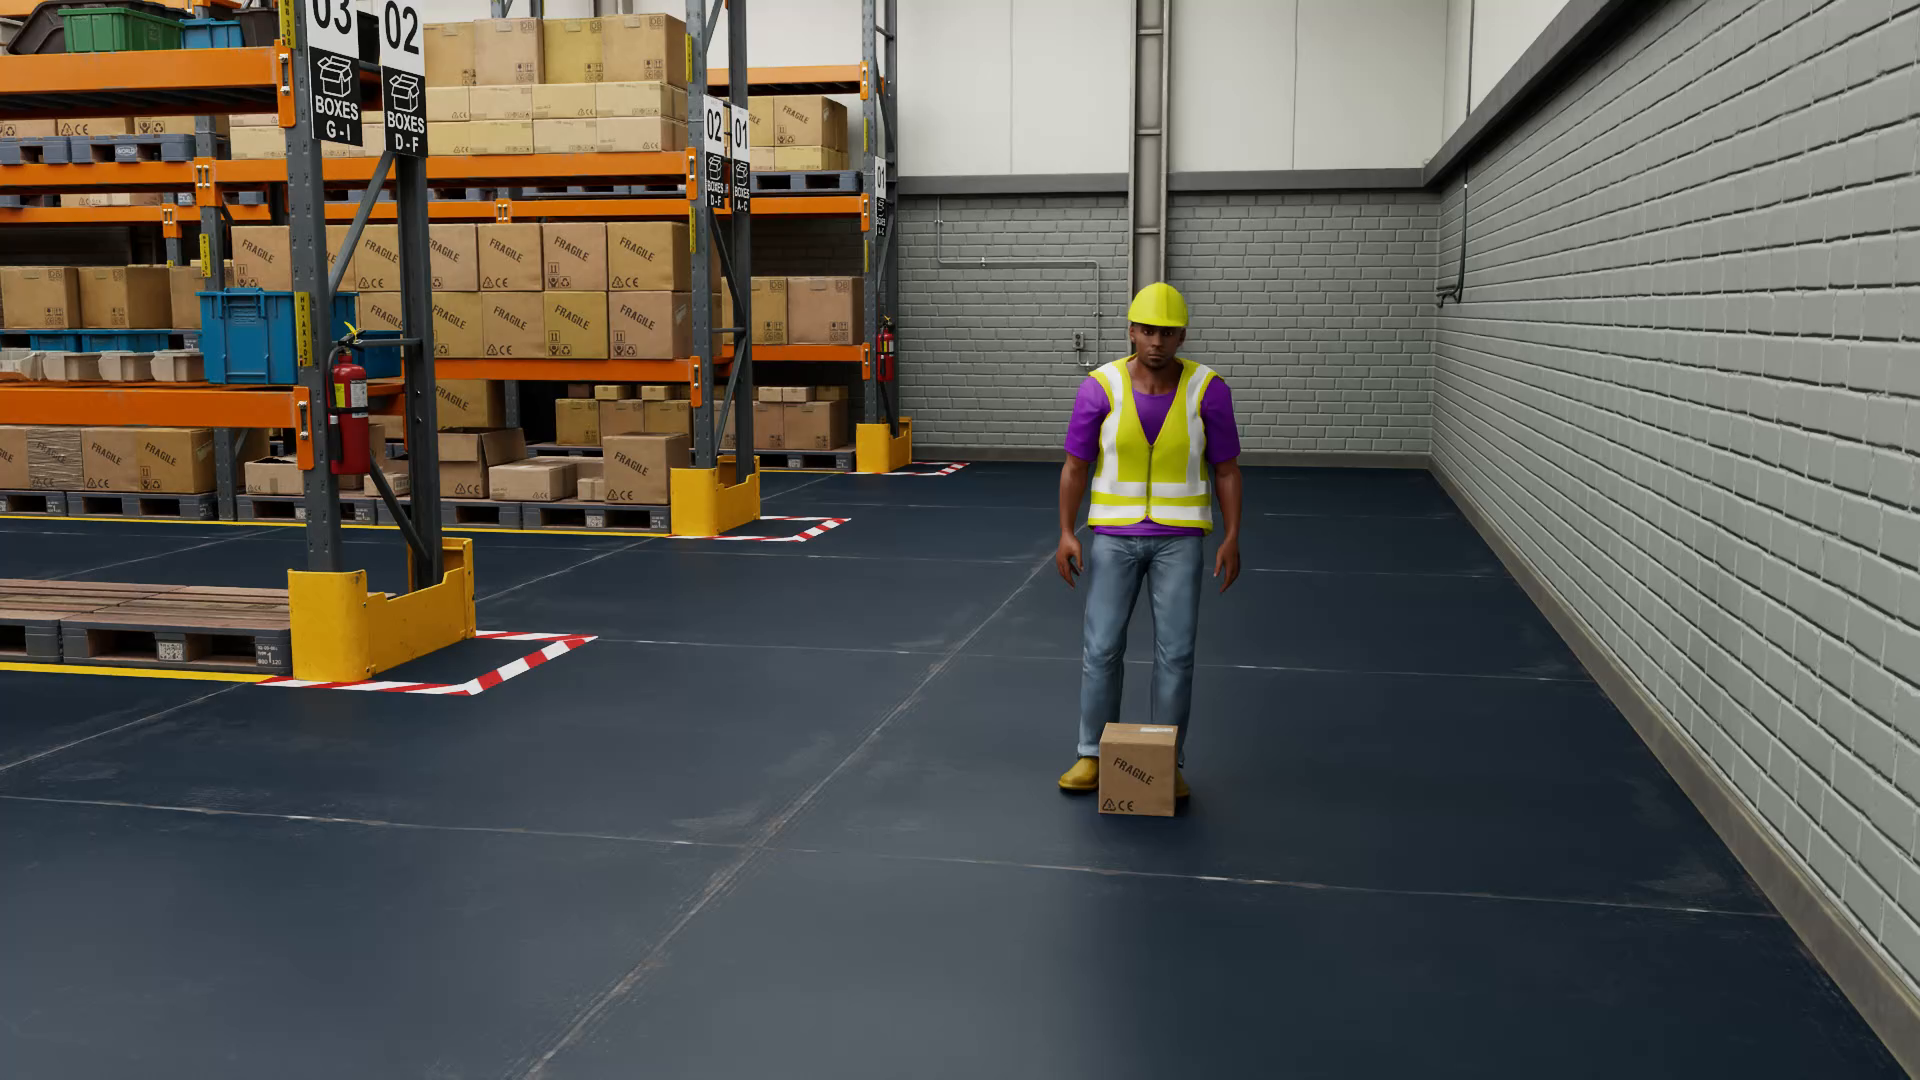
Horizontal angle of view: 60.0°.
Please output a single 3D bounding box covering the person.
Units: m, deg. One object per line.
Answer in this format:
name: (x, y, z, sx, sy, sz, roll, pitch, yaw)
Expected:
person: (0.653, -0.001, 5.754, 0.636, 1.761, 0.454, 1, 8, 8)
